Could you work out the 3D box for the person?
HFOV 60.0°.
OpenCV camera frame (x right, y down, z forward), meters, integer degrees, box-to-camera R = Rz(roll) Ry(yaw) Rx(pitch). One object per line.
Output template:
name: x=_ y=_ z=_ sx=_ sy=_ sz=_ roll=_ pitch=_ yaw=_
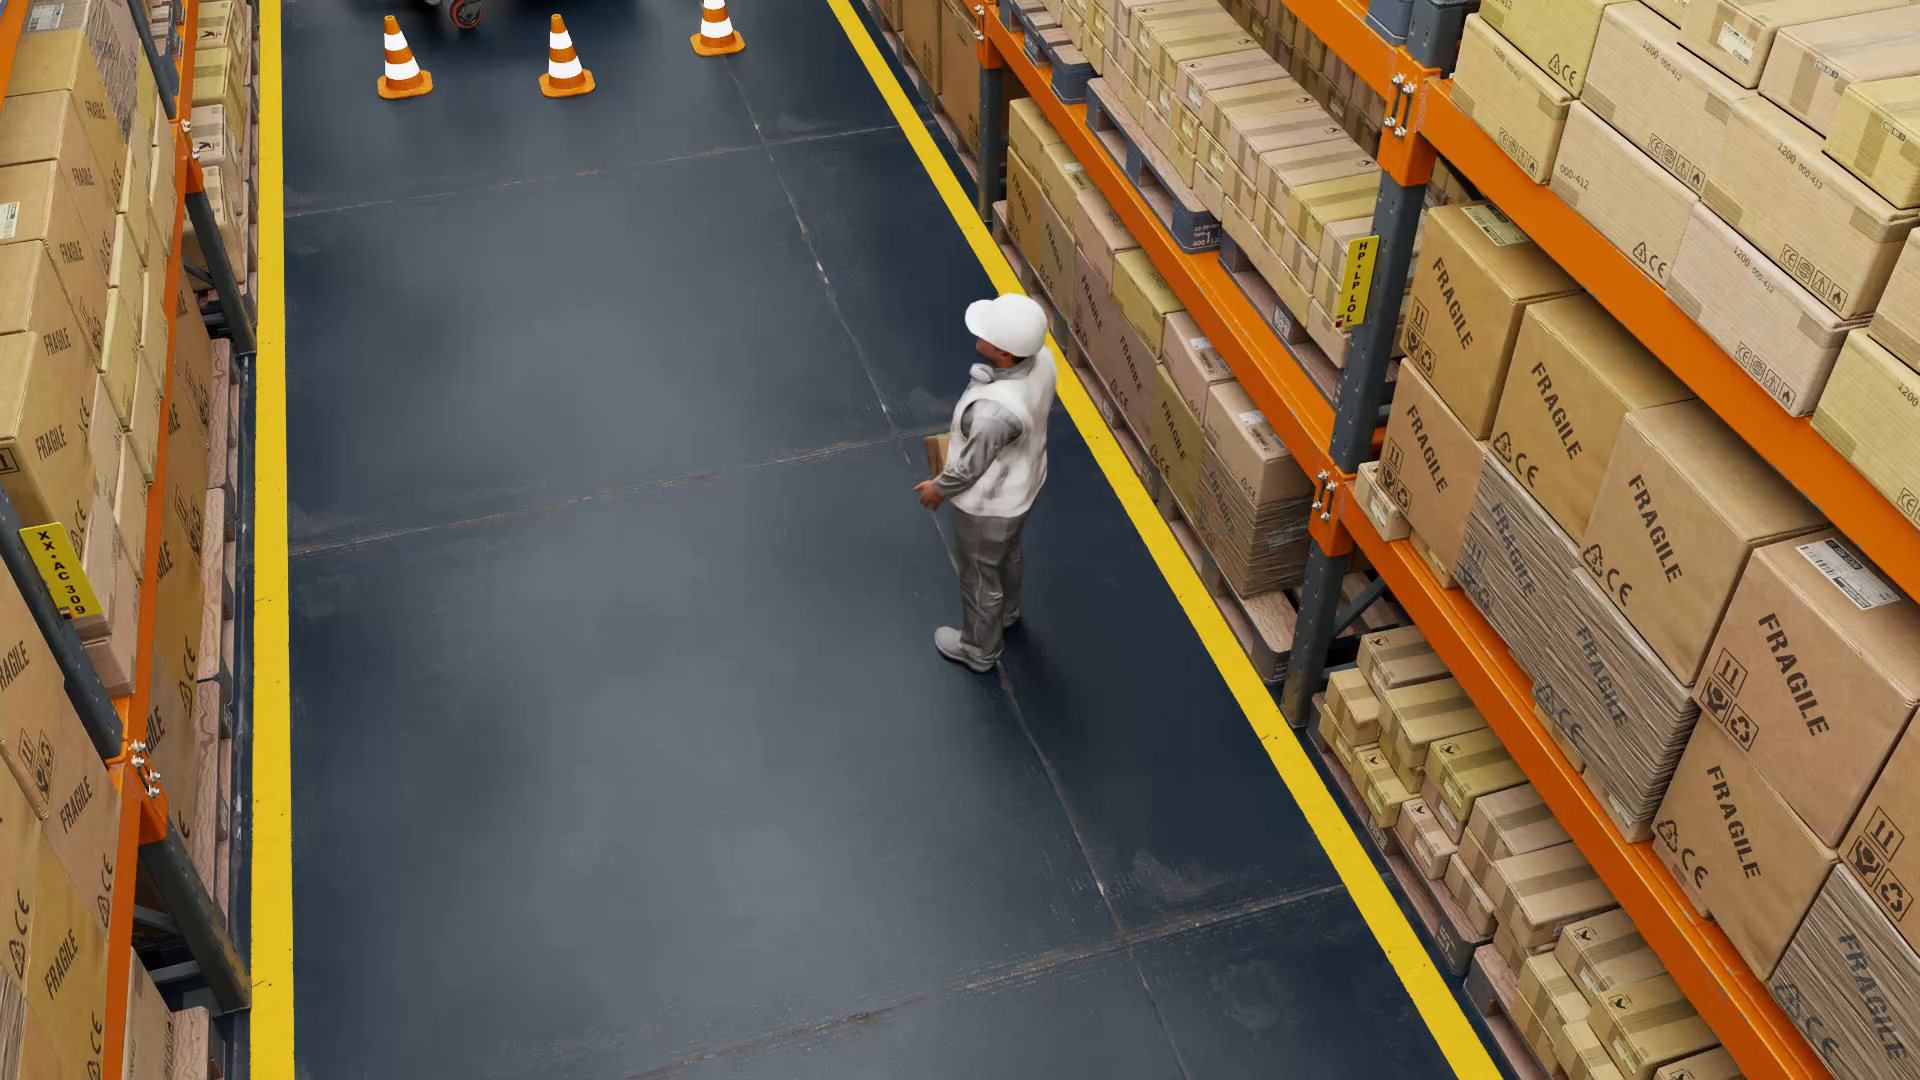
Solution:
person: x=0.101 y=-0.233 z=6.384 sx=0.474 sy=1.777 sz=0.581 roll=15 pitch=44 yaw=16
